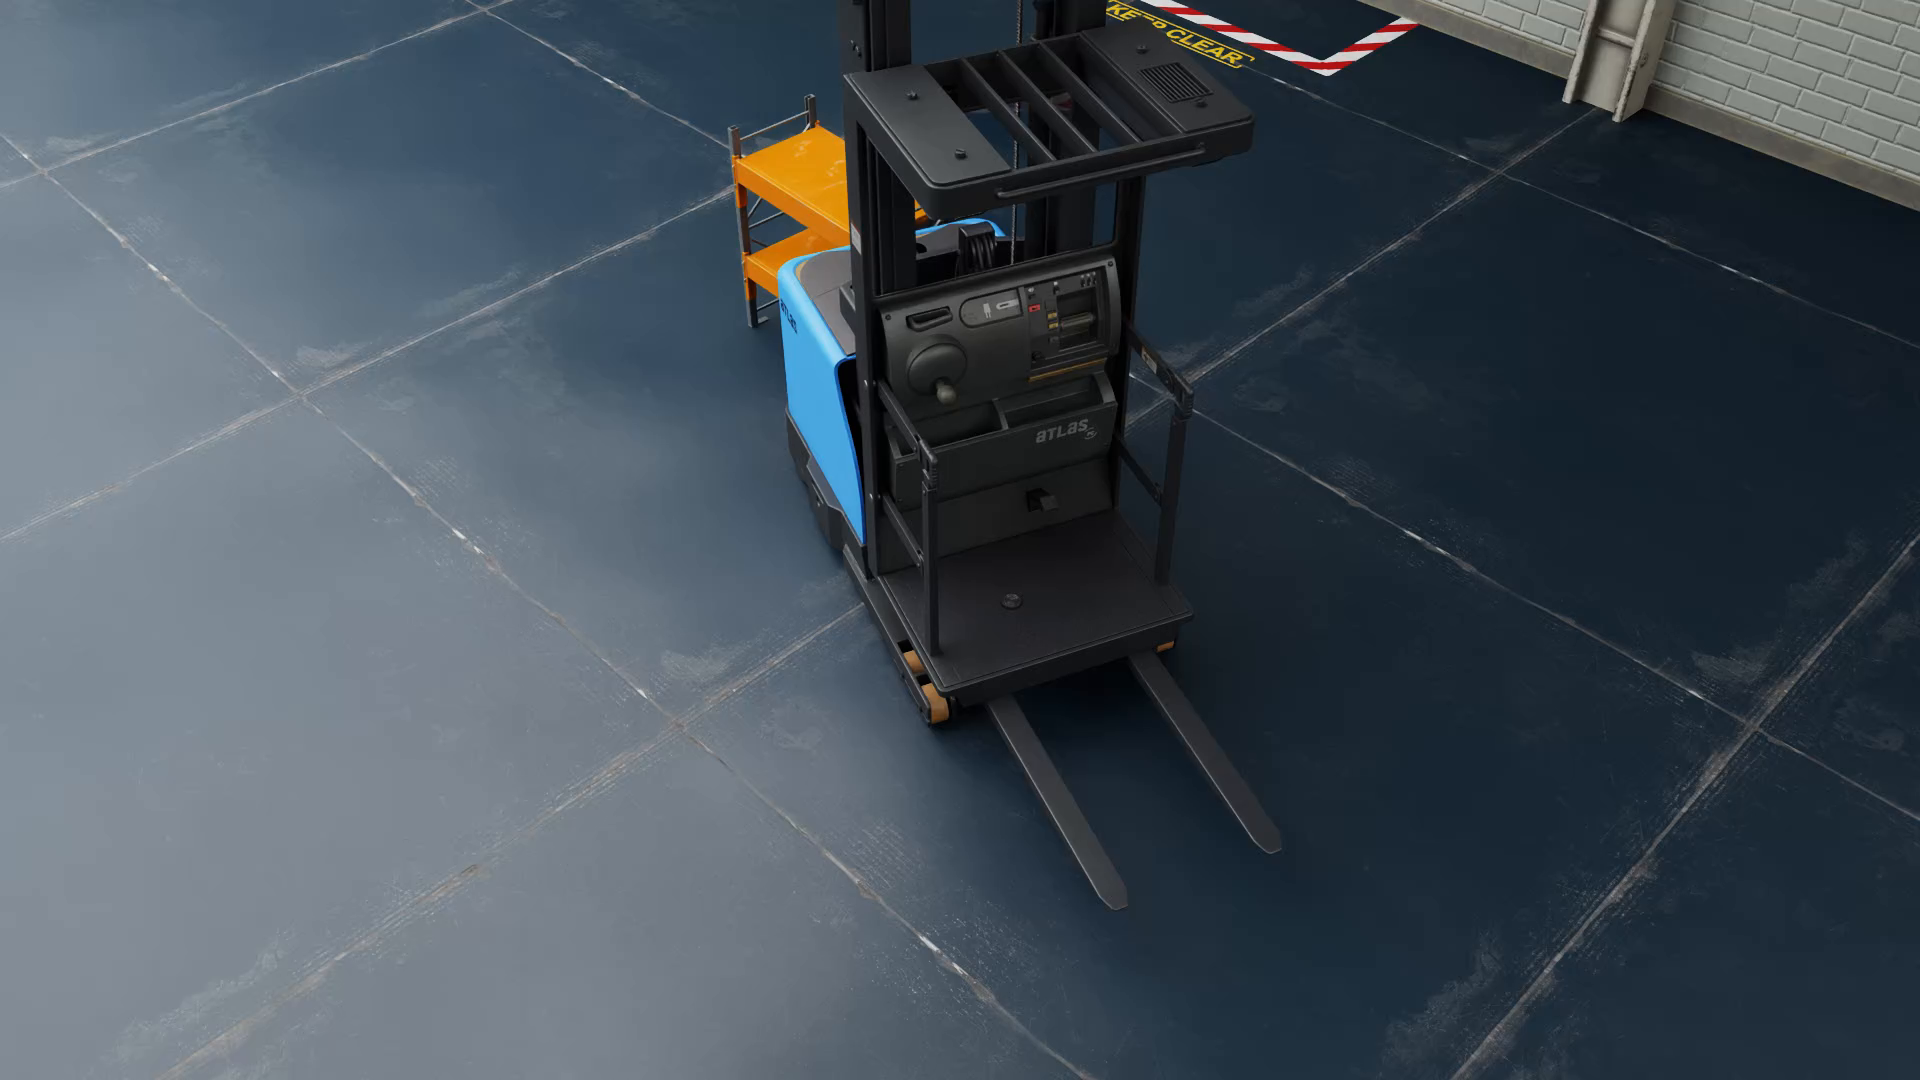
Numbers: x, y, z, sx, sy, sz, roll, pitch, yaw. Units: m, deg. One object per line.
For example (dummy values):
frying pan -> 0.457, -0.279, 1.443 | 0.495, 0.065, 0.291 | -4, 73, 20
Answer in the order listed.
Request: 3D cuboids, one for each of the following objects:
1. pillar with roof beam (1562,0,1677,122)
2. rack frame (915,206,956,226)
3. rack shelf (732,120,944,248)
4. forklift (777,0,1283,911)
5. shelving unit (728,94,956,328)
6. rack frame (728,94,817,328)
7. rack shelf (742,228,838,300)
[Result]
pillar with roof beam -> 0.935, -3.948, 5.009 | 9.100, 9.000, 0.400 | -34, 53, -31
rack frame -> -0.215, -1.111, 7.741 | 0.500, 1.125, 0.032 | -31, 51, -29
rack shelf -> -0.555, -1.582, 7.820 | 0.538, 0.278, 1.000 | -31, 51, -29
forklift -> 0.245, -0.682, 5.946 | 1.130, 2.935, 3.031 | -16, 45, -17
shelving unit -> -0.555, -1.367, 8.018 | 0.538, 1.125, 1.048 | -31, 51, -29
rack frame -> -0.895, -1.624, 8.296 | 0.500, 1.125, 0.032 | -31, 51, -29
rack shelf -> -0.555, -1.188, 8.184 | 0.538, 0.278, 1.000 | -31, 51, -29
